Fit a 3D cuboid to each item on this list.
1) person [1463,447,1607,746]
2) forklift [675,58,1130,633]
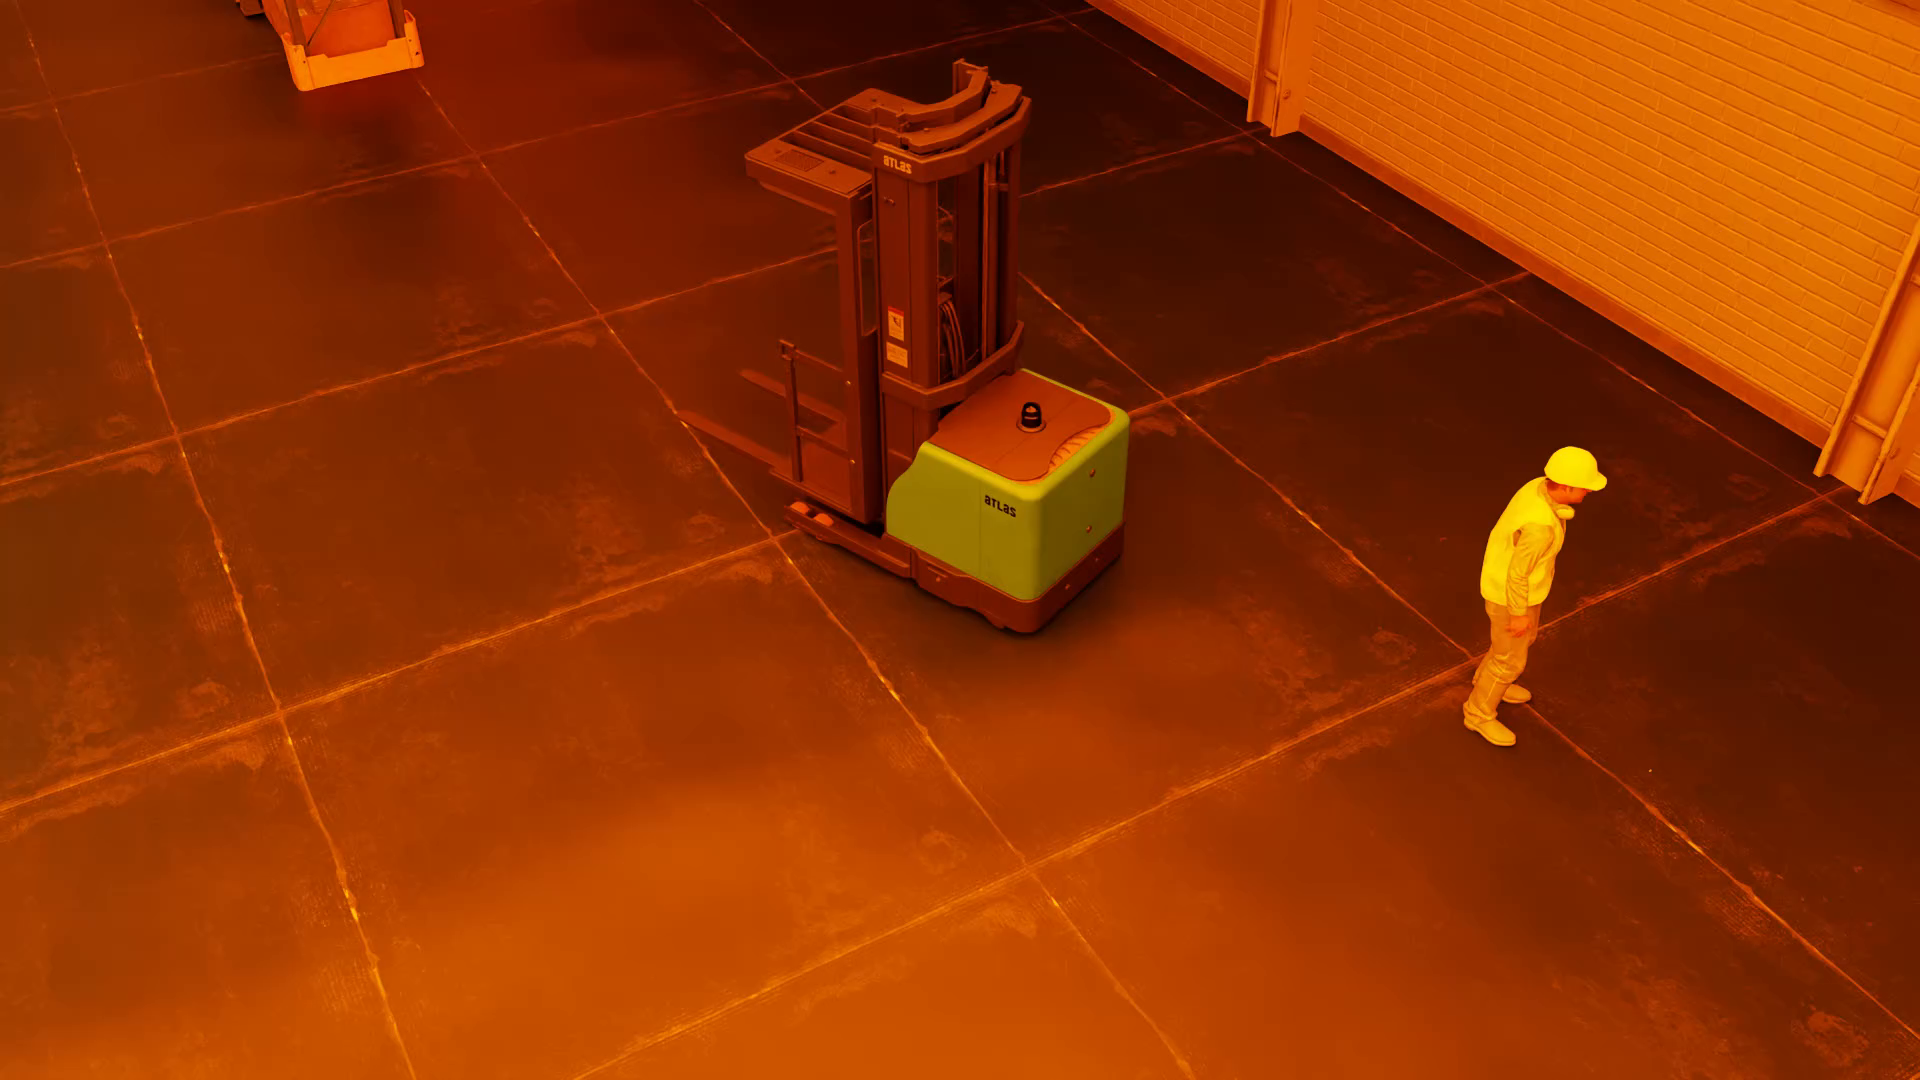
[{"bbox_3d":[2.937,0.243,8.654,0.466,1.769,0.580,17,43,19],"label":"person"},{"bbox_3d":[-0.481,-1.366,9.683,3.031,2.935,1.130,26,46,28],"label":"forklift"}]
